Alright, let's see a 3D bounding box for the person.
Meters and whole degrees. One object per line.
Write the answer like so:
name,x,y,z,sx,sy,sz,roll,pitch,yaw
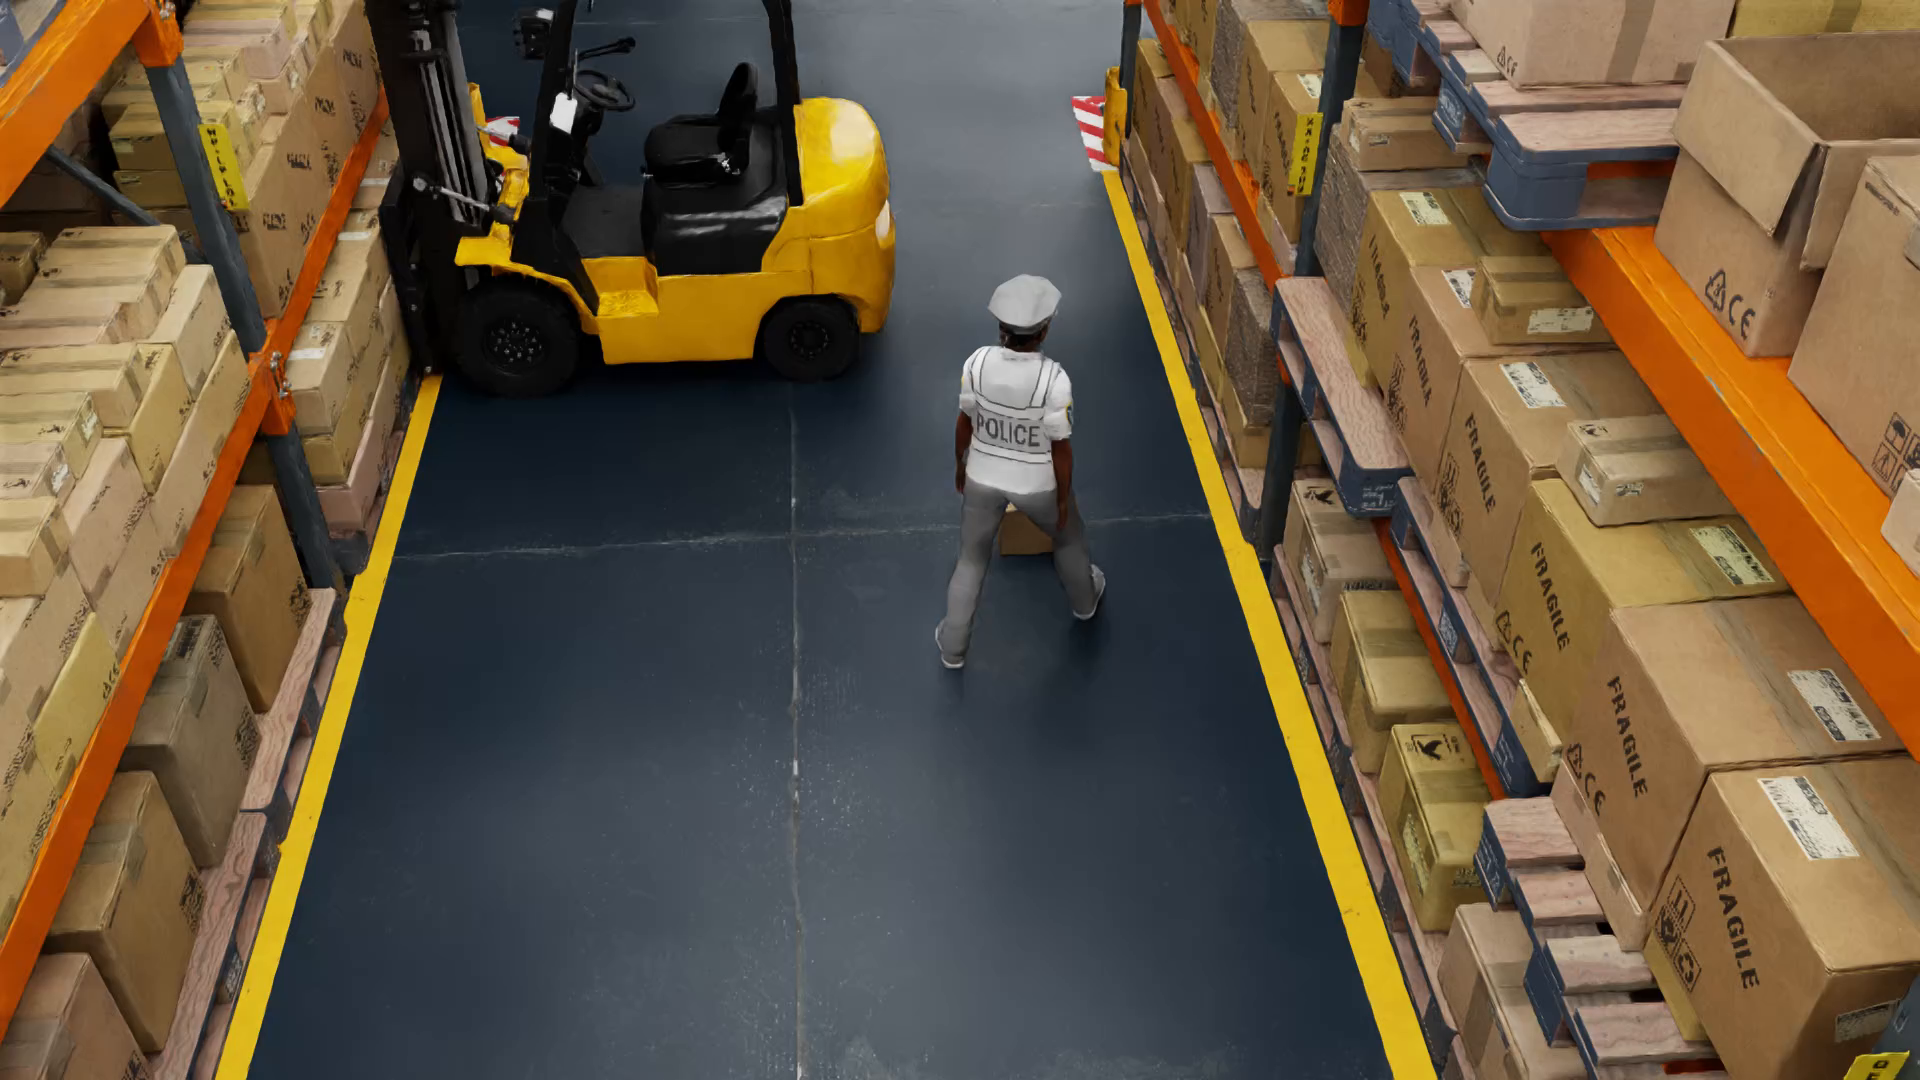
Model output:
person,0.252,-0.172,6.478,0.534,1.330,0.595,12,41,15
